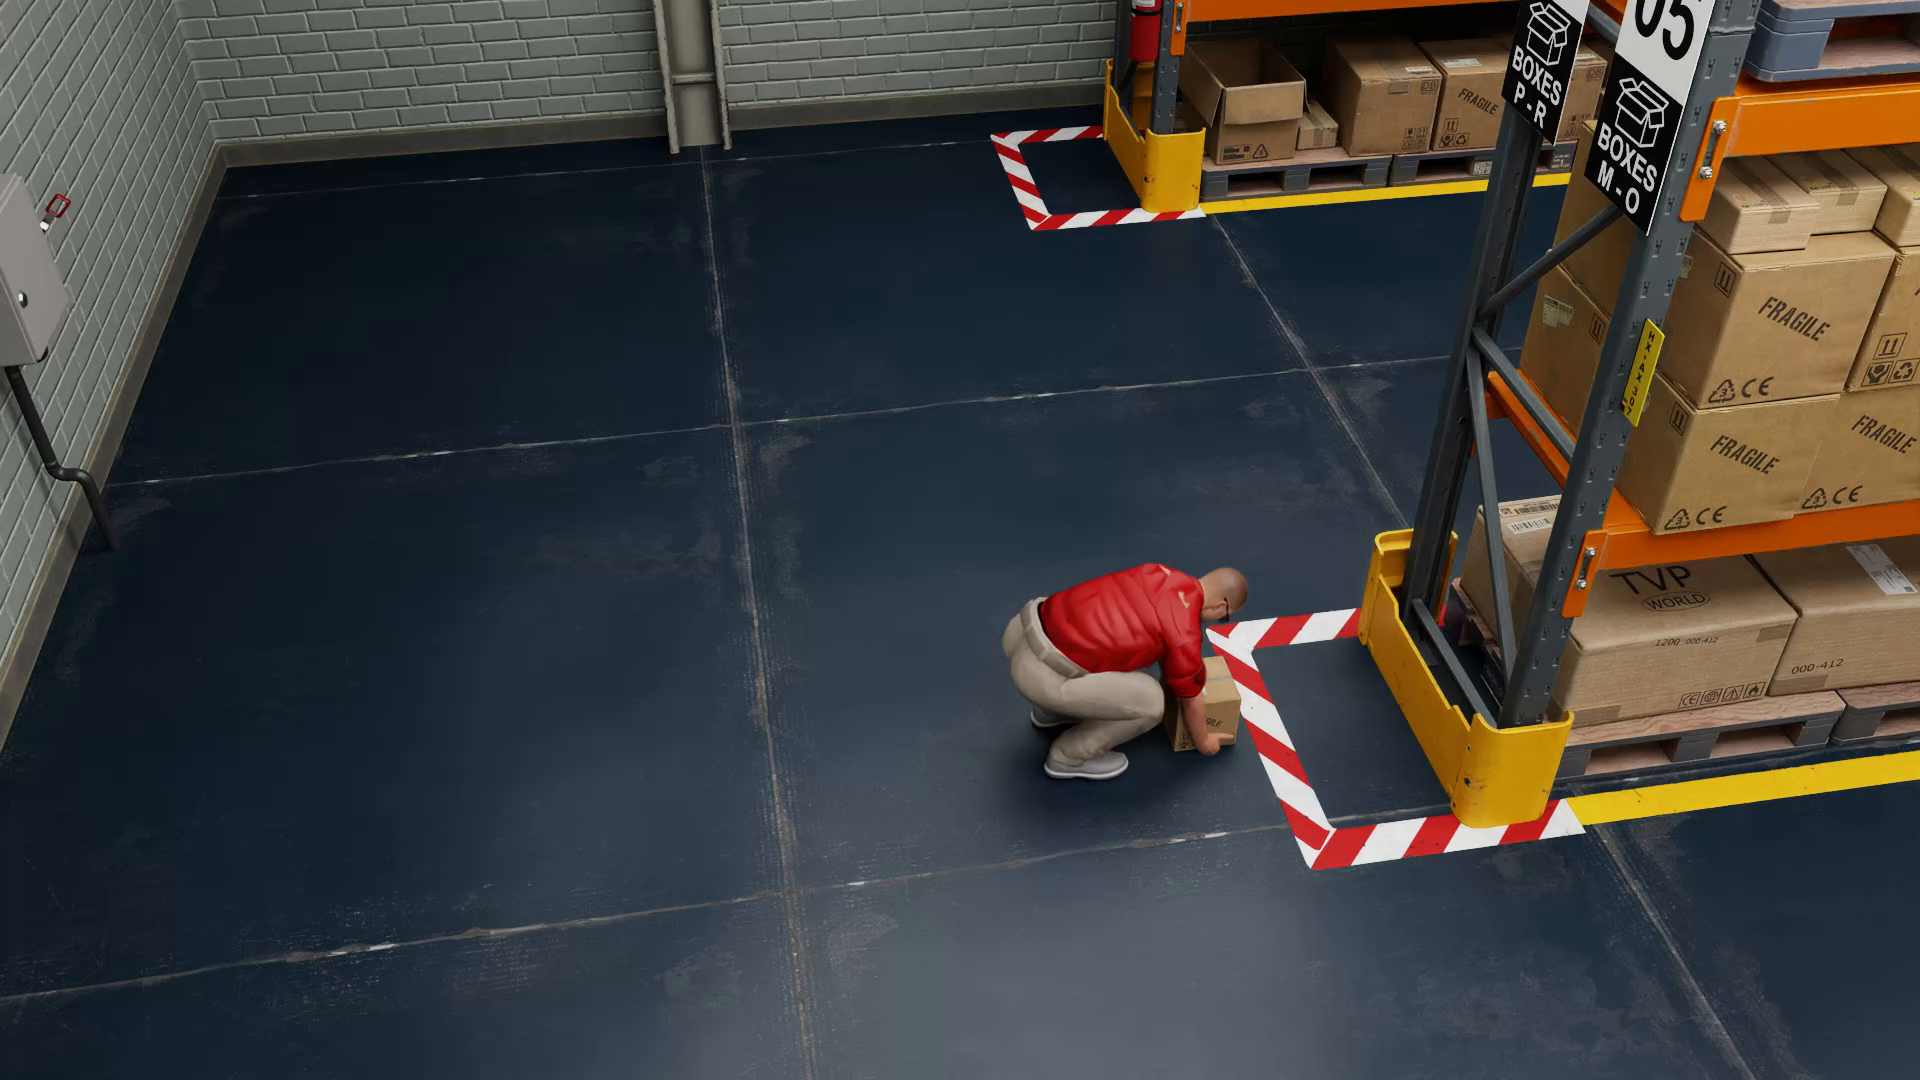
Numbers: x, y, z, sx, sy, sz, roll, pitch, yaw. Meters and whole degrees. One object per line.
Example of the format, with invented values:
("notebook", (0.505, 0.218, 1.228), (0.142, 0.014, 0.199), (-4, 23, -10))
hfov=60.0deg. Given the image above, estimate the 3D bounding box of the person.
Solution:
("person", (0.629, 0.485, 6.345), (0.940, 0.789, 0.529), (-7, 39, -9))
